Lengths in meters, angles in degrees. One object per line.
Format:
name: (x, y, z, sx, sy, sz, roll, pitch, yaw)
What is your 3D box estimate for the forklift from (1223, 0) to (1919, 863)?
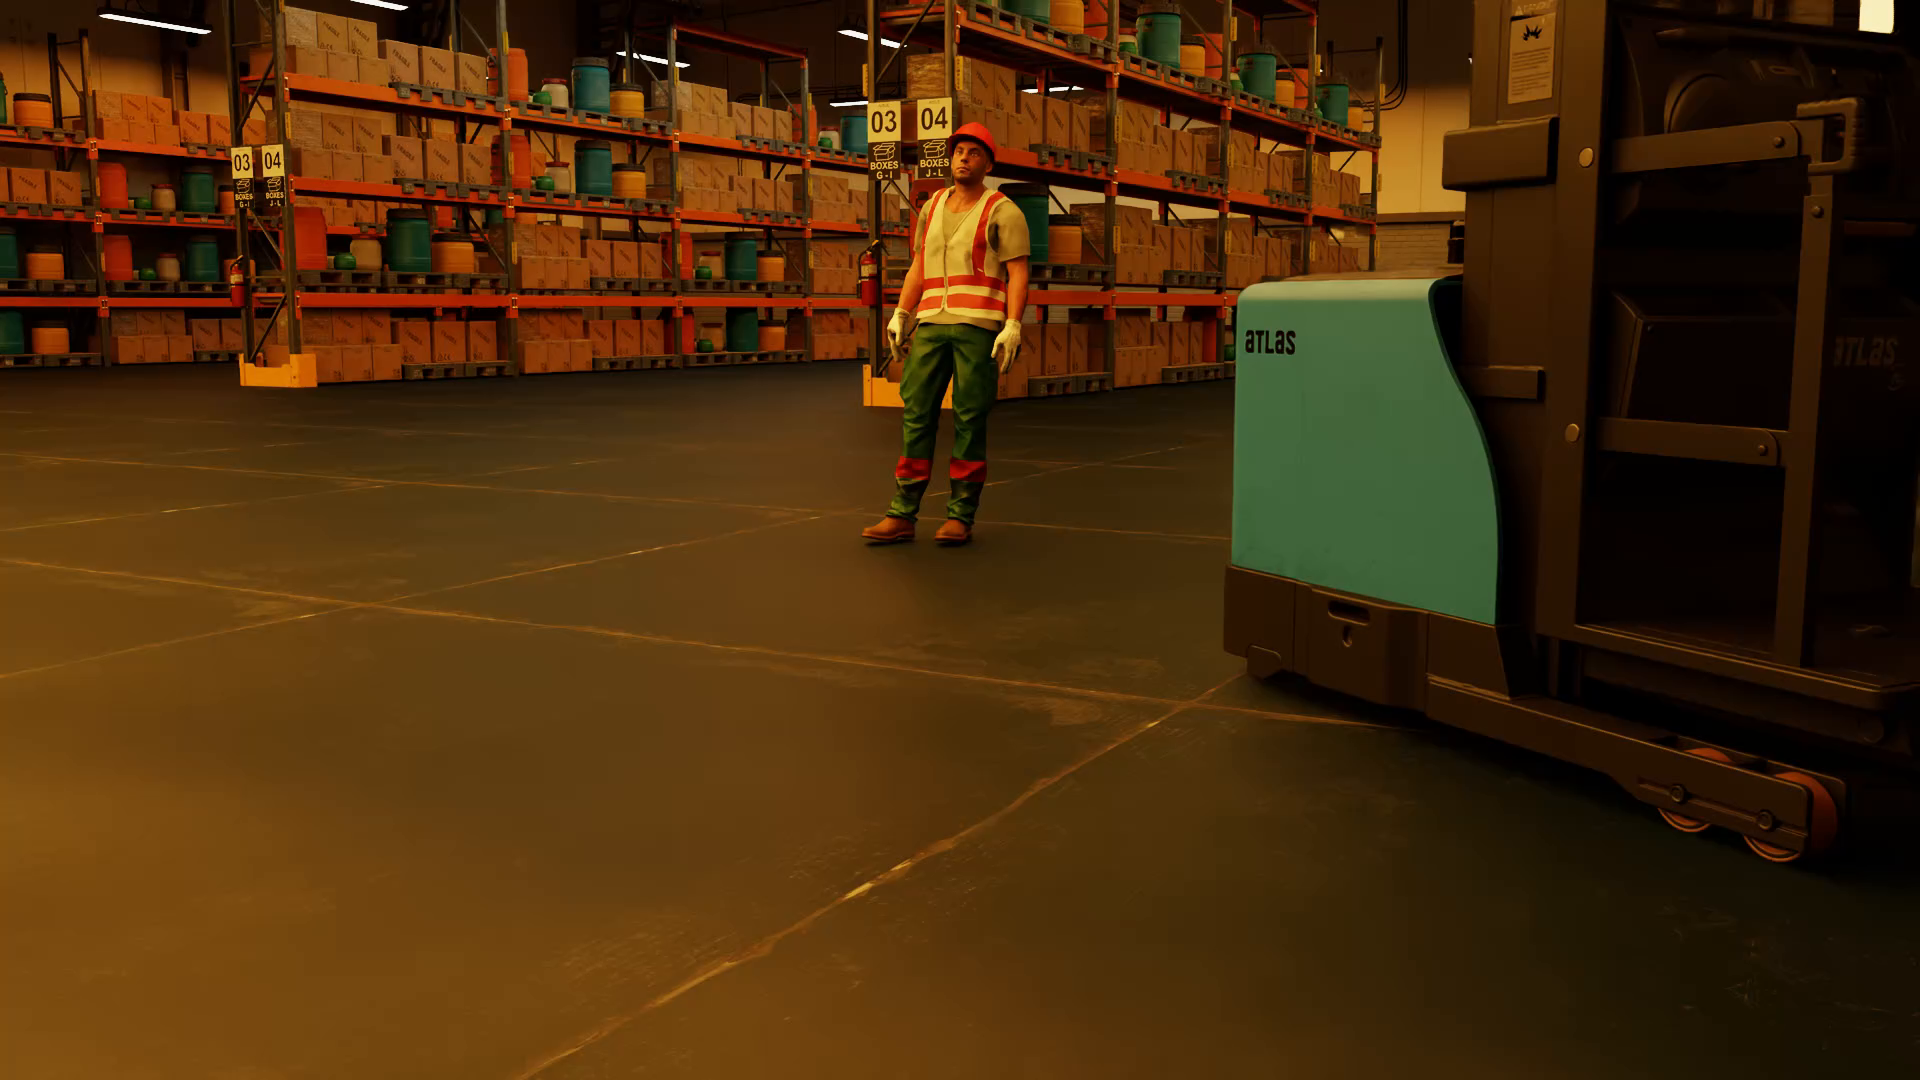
forklift: (1.839, -0.930, 3.335, 1.130, 2.935, 3.031, -4, 9, -26)

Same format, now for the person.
person: (-0.048, -0.884, 7.126, 0.638, 1.789, 0.562, 4, 9, 29)
